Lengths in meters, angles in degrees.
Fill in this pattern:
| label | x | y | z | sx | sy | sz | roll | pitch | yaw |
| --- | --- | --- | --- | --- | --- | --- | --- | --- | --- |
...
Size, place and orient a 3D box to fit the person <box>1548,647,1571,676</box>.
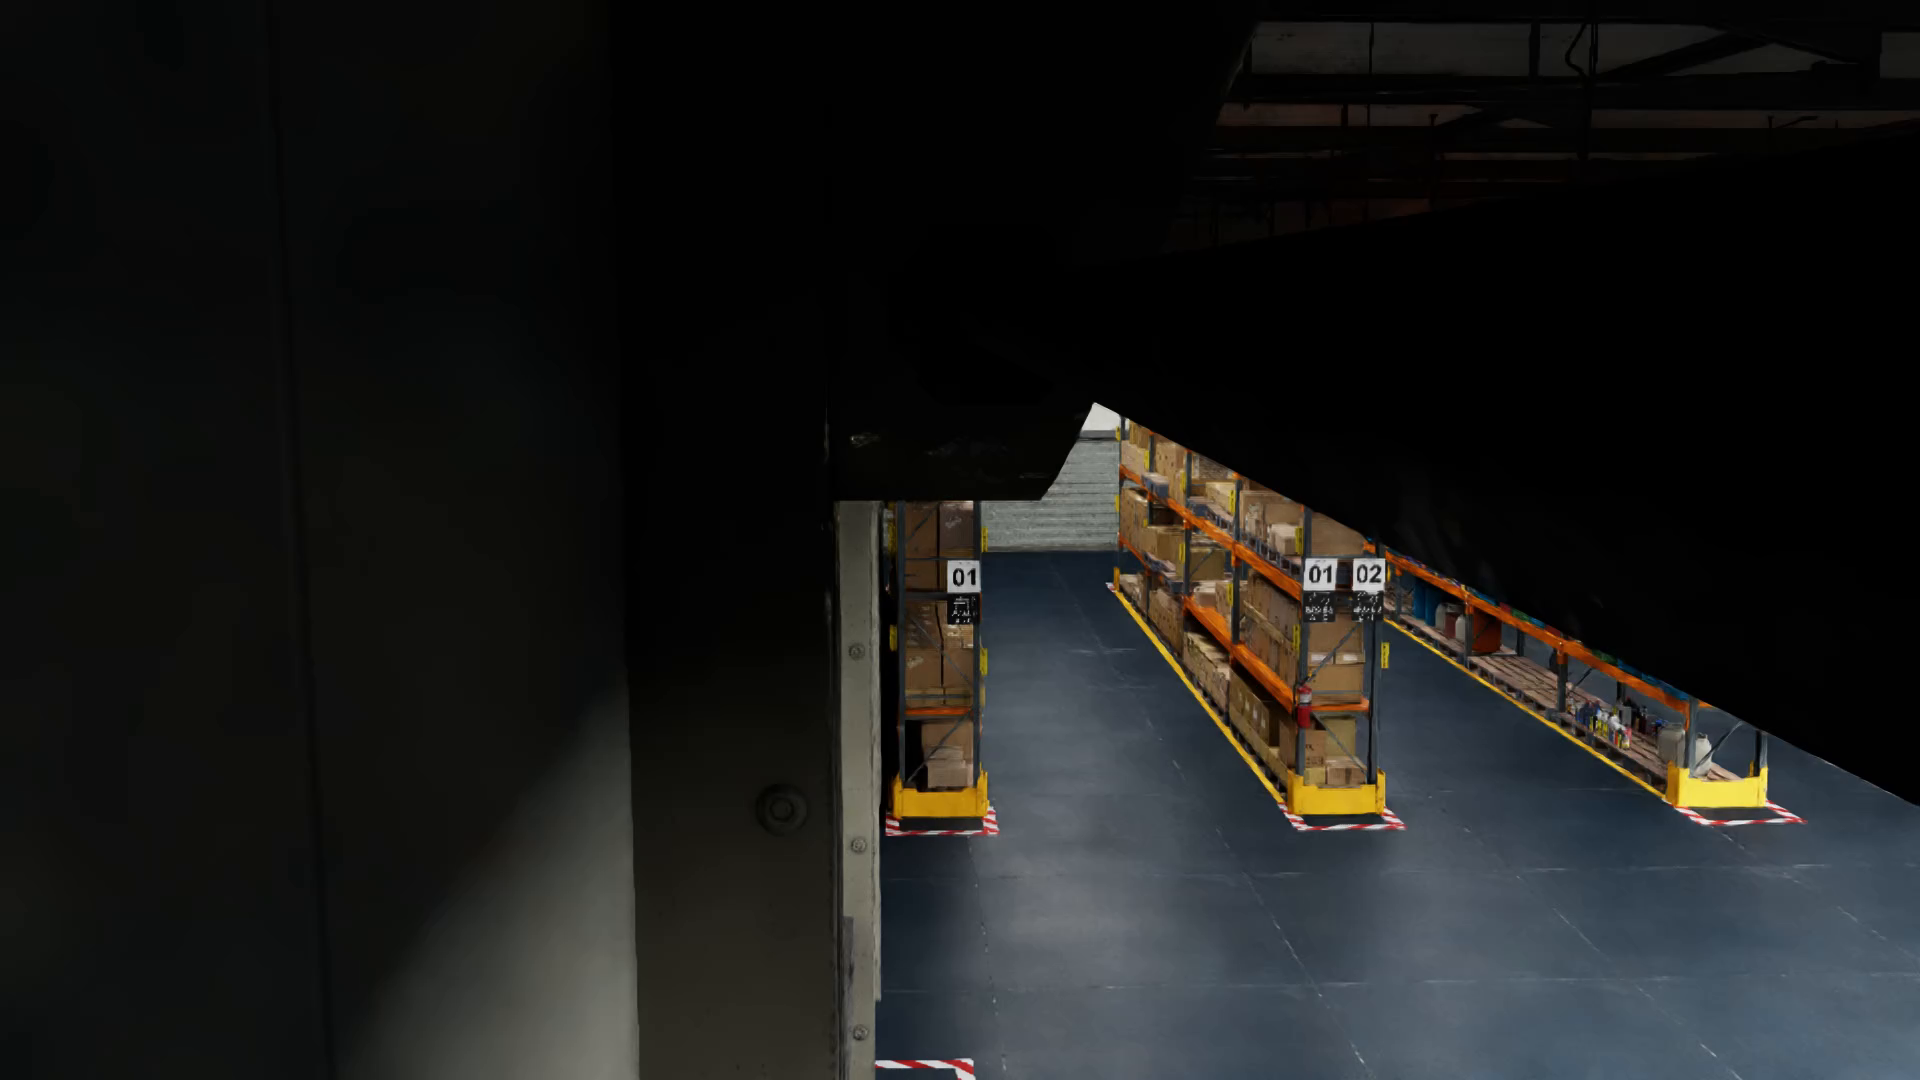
| label | x | y | z | sx | sy | sz | roll | pitch | yaw |
| --- | --- | --- | --- | --- | --- | --- | --- | --- | --- |
| person | 10.087 | 1.504 | 27.874 | 0.376 | 1.644 | 0.625 | 3 | 9 | 21 |
